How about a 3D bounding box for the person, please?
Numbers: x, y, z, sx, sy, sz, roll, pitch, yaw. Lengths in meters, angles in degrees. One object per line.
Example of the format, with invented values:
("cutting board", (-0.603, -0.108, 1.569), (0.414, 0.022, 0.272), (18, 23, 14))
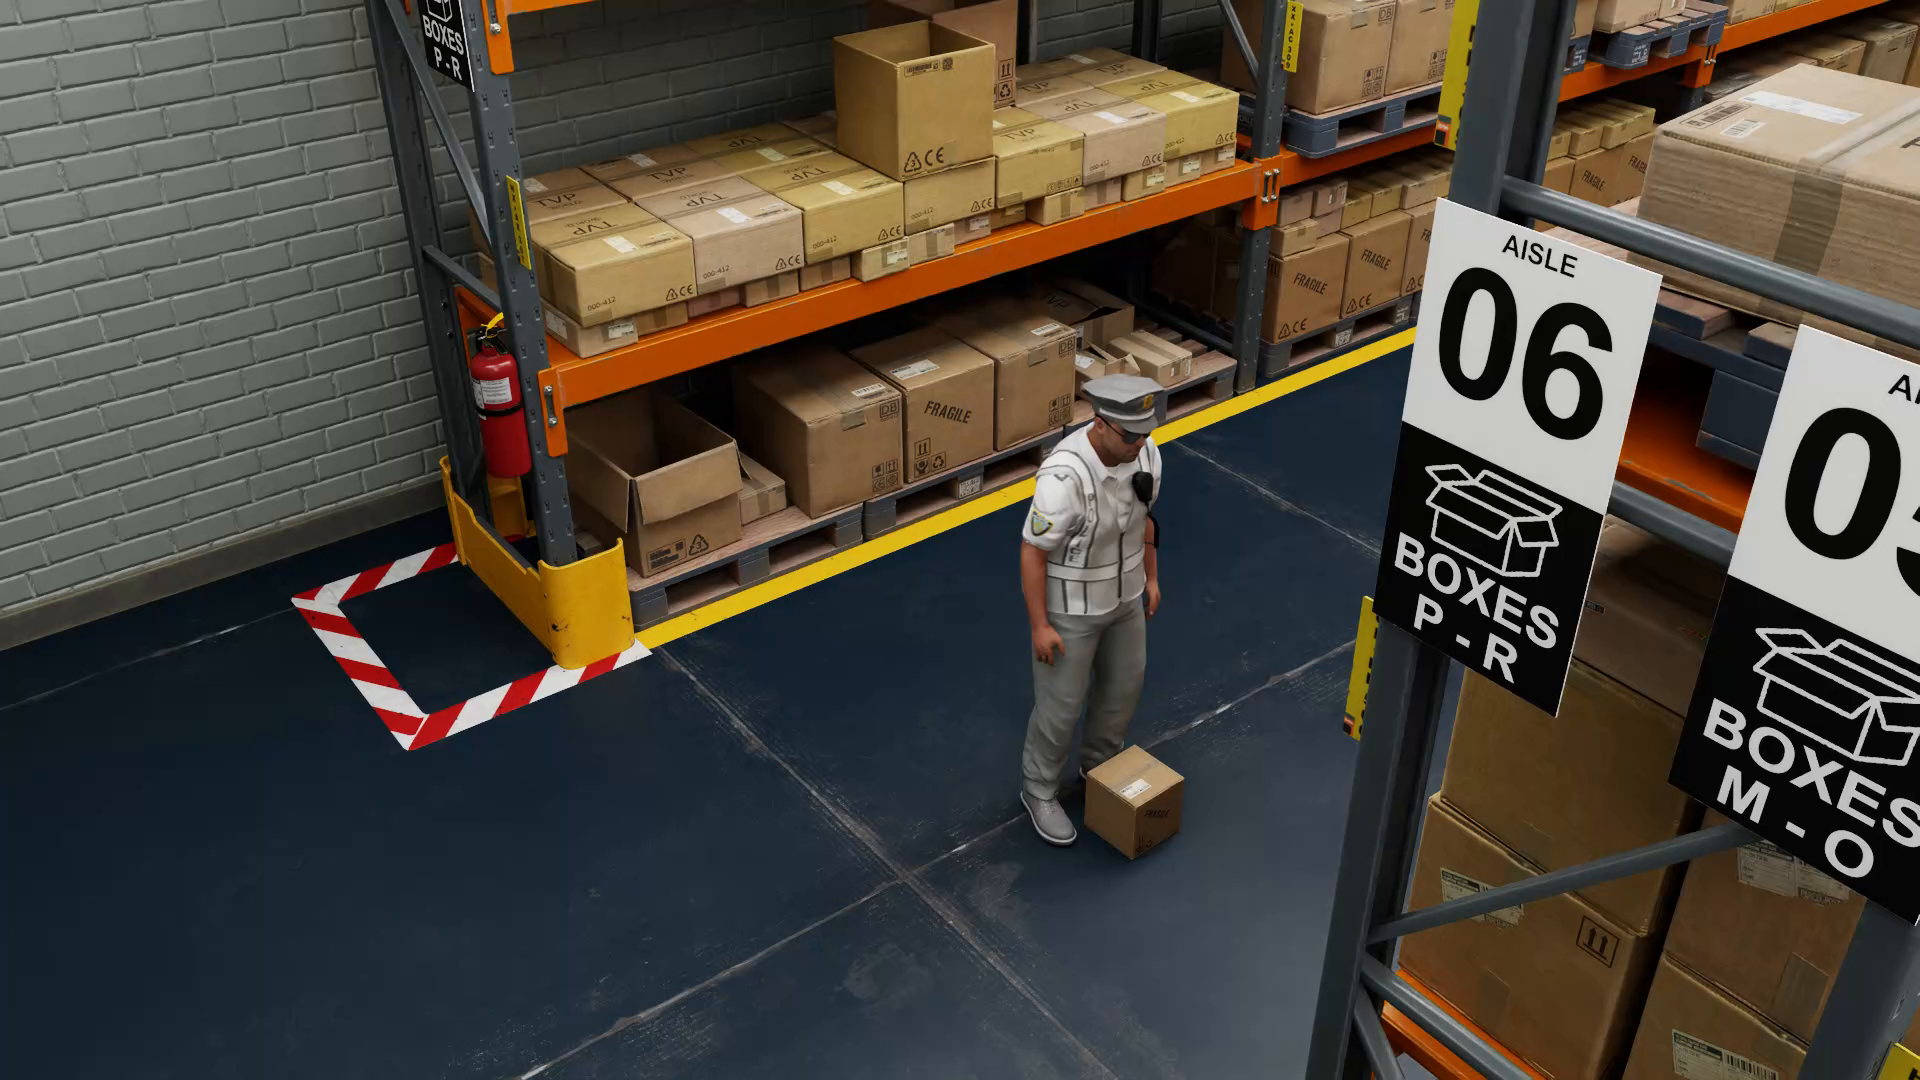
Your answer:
("person", (0.462, 0.209, 5.795), (0.587, 1.748, 0.466), (-23, 38, -32))
